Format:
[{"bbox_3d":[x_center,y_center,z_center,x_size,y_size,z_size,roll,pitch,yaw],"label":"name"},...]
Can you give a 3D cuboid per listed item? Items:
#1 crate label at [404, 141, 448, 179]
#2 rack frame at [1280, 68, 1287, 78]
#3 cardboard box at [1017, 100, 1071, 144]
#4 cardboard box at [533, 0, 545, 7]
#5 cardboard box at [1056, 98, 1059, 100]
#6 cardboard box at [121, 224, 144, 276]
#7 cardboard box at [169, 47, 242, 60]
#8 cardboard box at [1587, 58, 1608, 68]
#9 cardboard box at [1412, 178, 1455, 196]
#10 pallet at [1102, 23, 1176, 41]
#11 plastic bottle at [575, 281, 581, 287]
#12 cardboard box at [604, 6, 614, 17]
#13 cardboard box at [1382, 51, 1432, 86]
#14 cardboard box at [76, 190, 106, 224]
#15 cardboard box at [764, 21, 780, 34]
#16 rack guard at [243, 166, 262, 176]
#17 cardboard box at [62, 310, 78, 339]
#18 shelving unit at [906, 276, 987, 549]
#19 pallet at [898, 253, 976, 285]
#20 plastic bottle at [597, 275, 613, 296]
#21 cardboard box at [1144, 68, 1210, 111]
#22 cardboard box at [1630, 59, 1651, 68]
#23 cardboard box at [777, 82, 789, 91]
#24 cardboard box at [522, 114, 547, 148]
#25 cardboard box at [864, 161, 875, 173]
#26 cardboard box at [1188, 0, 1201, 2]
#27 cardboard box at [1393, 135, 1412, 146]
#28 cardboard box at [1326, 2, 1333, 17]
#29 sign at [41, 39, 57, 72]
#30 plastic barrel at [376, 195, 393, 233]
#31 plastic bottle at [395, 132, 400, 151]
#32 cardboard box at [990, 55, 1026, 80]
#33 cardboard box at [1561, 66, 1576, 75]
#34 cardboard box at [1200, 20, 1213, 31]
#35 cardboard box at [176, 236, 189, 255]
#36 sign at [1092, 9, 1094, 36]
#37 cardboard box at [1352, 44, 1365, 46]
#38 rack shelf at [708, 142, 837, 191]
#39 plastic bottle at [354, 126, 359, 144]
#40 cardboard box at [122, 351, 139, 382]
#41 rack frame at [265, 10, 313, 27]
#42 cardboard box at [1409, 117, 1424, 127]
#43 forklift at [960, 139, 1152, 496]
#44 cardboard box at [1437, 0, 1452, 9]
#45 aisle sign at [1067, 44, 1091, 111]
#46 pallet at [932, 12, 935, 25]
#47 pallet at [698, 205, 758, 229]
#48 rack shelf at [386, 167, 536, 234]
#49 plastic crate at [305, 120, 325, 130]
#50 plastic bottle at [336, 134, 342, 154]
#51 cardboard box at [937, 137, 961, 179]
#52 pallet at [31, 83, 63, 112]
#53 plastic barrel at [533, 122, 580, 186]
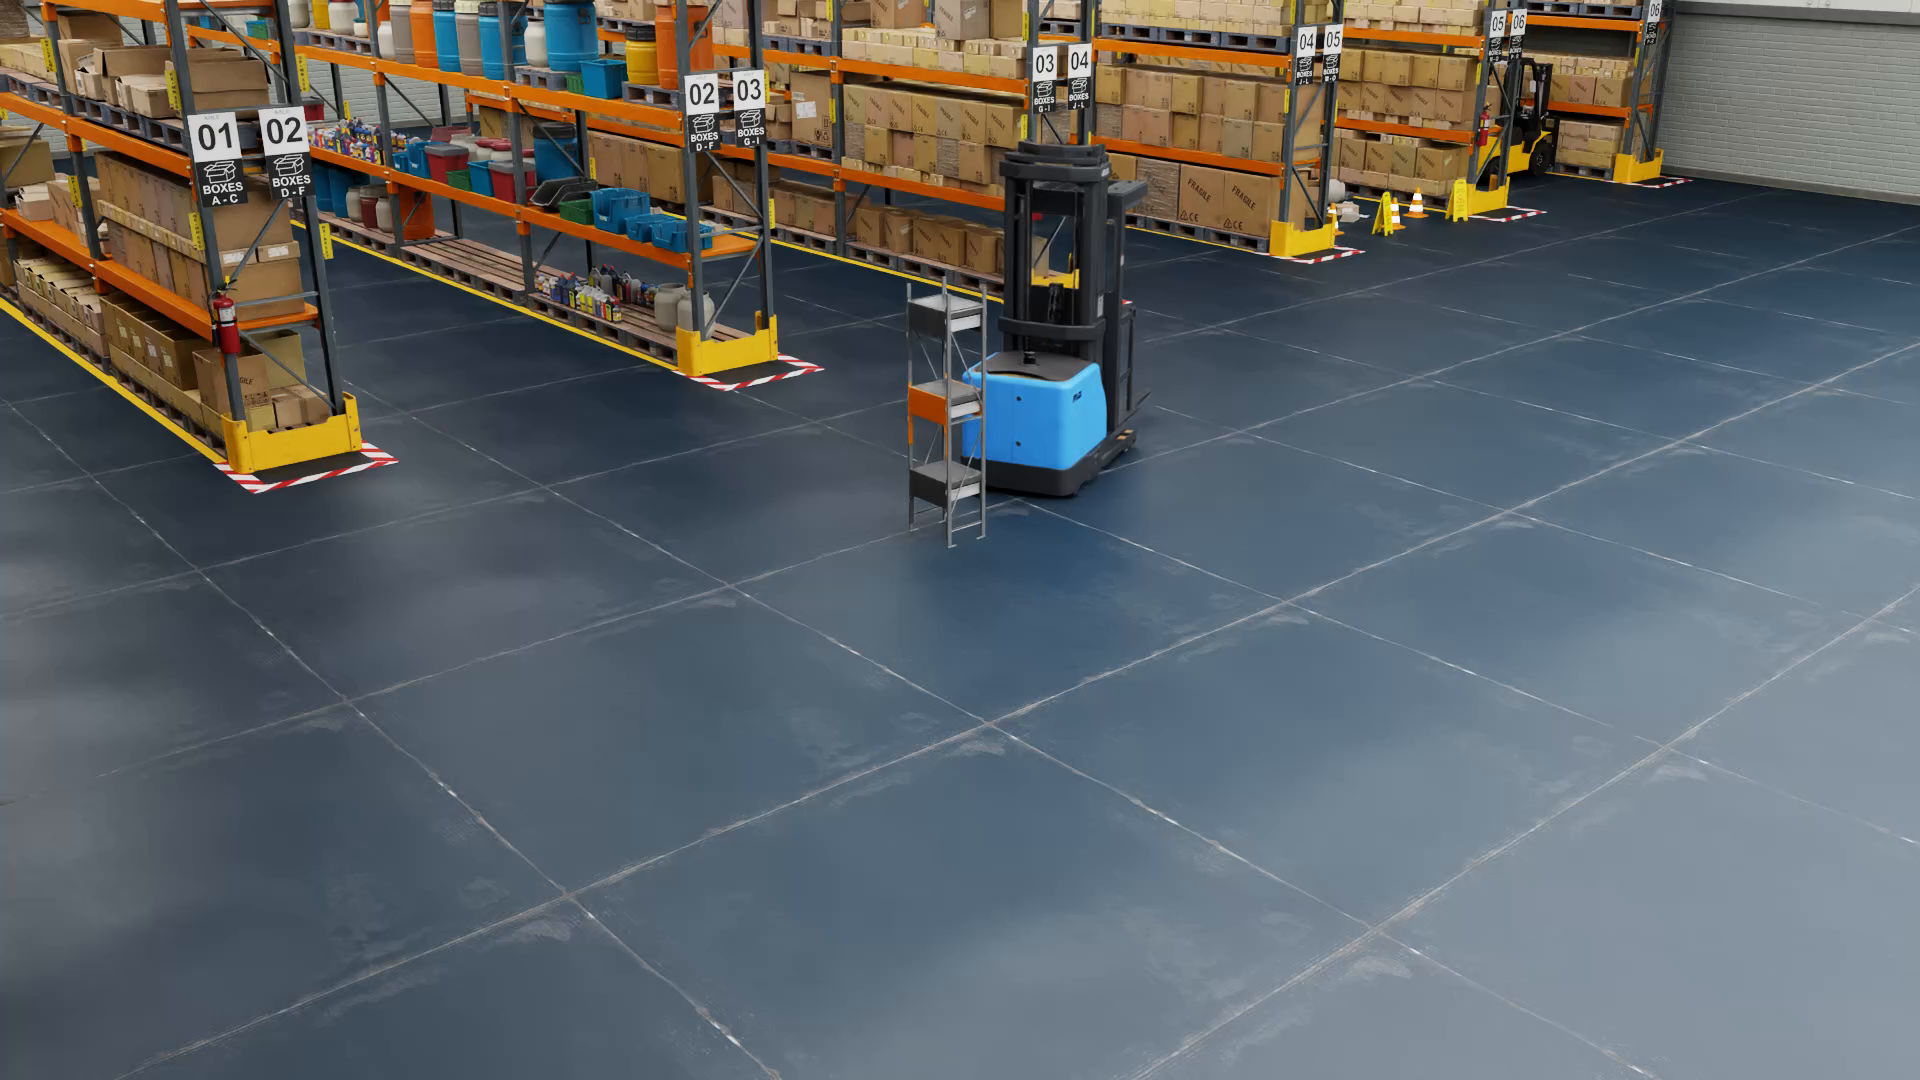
[{"bbox_3d":[-7.301,-5.252,22.957,0.502,0.435,0.616,-17,27,-37],"label":"crate label"},{"bbox_3d":[6.126,-8.007,30.040,1.000,3.000,0.127,-17,27,-37],"label":"rack frame"},{"bbox_3d":[1.077,-5.410,21.494,0.500,0.500,0.500,-17,27,-37],"label":"cardboard box"},{"bbox_3d":[-7.160,-9.746,29.516,0.700,0.500,0.500,-19,29,-40],"label":"cardboard box"},{"bbox_3d":[1.569,-7.068,27.504,0.500,0.500,0.500,-18,28,-38],"label":"cardboard box"},{"bbox_3d":[-8.245,-3.072,17.303,0.700,0.500,0.500,-18,28,-38],"label":"cardboard box"},{"bbox_3d":[-7.154,-4.414,15.848,0.500,0.500,0.500,-17,27,-37],"label":"cardboard box"},{"bbox_3d":[11.726,-8.747,30.495,0.380,0.149,0.250,-17,27,-36],"label":"cardboard box"},{"bbox_3d":[7.990,-5.983,28.067,0.500,0.250,0.500,-18,27,-38],"label":"cardboard box"},{"bbox_3d":[2.968,-7.928,25.846,1.003,0.211,1.213,-17,27,-37],"label":"pallet"},{"bbox_3d":[-4.735,-3.070,20.574,0.097,0.271,0.097,0,21,0],"label":"plastic bottle"},{"bbox_3d":[-5.745,-8.886,27.941,0.380,0.149,0.250,-19,28,-40],"label":"cardboard box"},{"bbox_3d":[7.503,-7.900,27.850,0.700,0.500,0.500,-18,28,-38],"label":"cardboard box"},{"bbox_3d":[-9.721,-3.699,18.904,0.500,0.500,0.500,-15,26,-34],"label":"cardboard box"},{"bbox_3d":[-2.681,-7.626,24.698,0.380,0.166,0.250,-18,28,-39],"label":"cardboard box"},{"bbox_3d":[-12.992,-6.624,29.937,1.175,0.500,0.348,-17,27,-37],"label":"rack guard"},{"bbox_3d":[-10.042,-2.533,19.259,0.500,0.250,0.500,-17,27,-36],"label":"cardboard box"},{"bbox_3d":[-0.108,-1.023,13.444,0.431,2.100,0.503,-17,27,-37],"label":"shelving unit"},{"bbox_3d":[-0.116,-3.835,23.213,1.003,0.211,1.213,-17,27,-37],"label":"pallet"},{"bbox_3d":[-4.465,-3.201,20.901,0.152,0.276,0.135,-17,27,-37],"label":"plastic bottle"},{"bbox_3d":[3.352,-6.957,25.673,0.875,0.550,0.550,-17,27,-37],"label":"cardboard box"},{"bbox_3d":[12.438,-8.715,30.414,0.380,0.149,0.250,-18,28,-38],"label":"cardboard box"},{"bbox_3d":[-3.394,-8.963,32.824,0.380,0.149,0.250,-18,28,-39],"label":"cardboard box"},{"bbox_3d":[-7.561,-7.515,31.120,0.875,0.875,0.875,-17,27,-37],"label":"cardboard box"},{"bbox_3d":[-1.131,-5.265,23.385,0.380,0.149,0.250,-17,27,-37],"label":"cardboard box"},{"bbox_3d":[3.581,-8.022,24.505,0.380,0.149,0.250,-17,27,-37],"label":"cardboard box"},{"bbox_3d":[7.565,-6.783,28.193,0.380,0.149,0.250,-17,27,-37],"label":"cardboard box"},{"bbox_3d":[6.550,-9.145,28.632,0.500,0.250,0.500,-18,28,-38],"label":"cardboard box"},{"bbox_3d":[-9.293,-4.943,16.964,0.100,0.325,0.005,-17,27,-37],"label":"sign"},{"bbox_3d":[-8.513,-4.877,24.884,0.421,0.512,0.421,0,21,0],"label":"plastic barrel"},{"bbox_3d":[-8.502,-6.046,25.194,0.061,0.283,0.133,-17,27,-37],"label":"plastic bottle"},{"bbox_3d":[0.723,-5.942,20.862,0.500,0.250,0.500,-17,27,-36],"label":"cardboard box"},{"bbox_3d":[11.381,-8.746,30.900,0.380,0.149,0.250,-19,28,-39],"label":"cardboard box"},{"bbox_3d":[3.751,-7.580,24.468,0.380,0.149,0.250,-17,27,-37],"label":"cardboard box"},{"bbox_3d":[-7.173,-2.807,15.737,0.380,0.149,0.250,-17,27,-37],"label":"cardboard box"},{"bbox_3d":[1.641,-6.476,20.819,0.100,0.325,0.005,-17,27,-37],"label":"sign"},{"bbox_3d":[8.342,-10.328,34.940,0.380,0.149,0.250,-18,27,-38],"label":"cardboard box"},{"bbox_3d":[-2.687,-5.866,25.559,1.077,0.370,4.000,-17,27,-37],"label":"rack shelf"},{"bbox_3d":[-9.368,-6.312,25.890,0.097,0.271,0.097,0,21,0],"label":"plastic bottle"},{"bbox_3d":[-8.493,-1.866,17.557,0.500,0.250,0.500,-17,27,-37],"label":"cardboard box"},{"bbox_3d":[-10.355,-9.473,25.556,1.000,3.000,0.127,-17,27,-37],"label":"rack frame"},{"bbox_3d":[7.740,-7.021,27.867,0.380,0.149,0.250,-17,27,-37],"label":"cardboard box"},{"bbox_3d":[1.054,-2.250,15.436,1.130,2.935,3.031,9,23,22],"label":"forklift"},{"bbox_3d":[7.973,-8.723,27.005,0.380,0.149,0.250,-18,28,-38],"label":"cardboard box"},{"bbox_3d":[1.497,-5.808,20.860,0.394,0.787,0.004,-17,27,-37],"label":"aisle sign"},{"bbox_3d":[0.292,-9.049,28.848,1.213,0.211,1.003,-16,26,-35],"label":"pallet"},{"bbox_3d":[-3.483,-5.238,26.795,1.003,0.211,1.213,-17,27,-37],"label":"pallet"},{"bbox_3d":[-6.439,-4.687,22.549,1.077,0.370,4.000,-17,27,-37],"label":"rack shelf"},{"bbox_3d":[-10.551,-6.747,27.102,0.396,0.136,0.243,-17,27,-37],"label":"plastic crate"},{"bbox_3d":[-9.286,-5.934,24.907,0.061,0.283,0.133,-17,27,-37],"label":"plastic bottle"},{"bbox_3d":[0.181,-5.144,22.187,0.875,0.500,0.500,-17,27,-37],"label":"cardboard box"},{"bbox_3d":[-9.474,-4.839,18.101,0.805,0.209,1.217,-19,28,-39],"label":"pallet"},{"bbox_3d":[-5.156,-4.881,21.372,0.600,0.901,0.708,-17,27,-37],"label":"plastic barrel"}]
